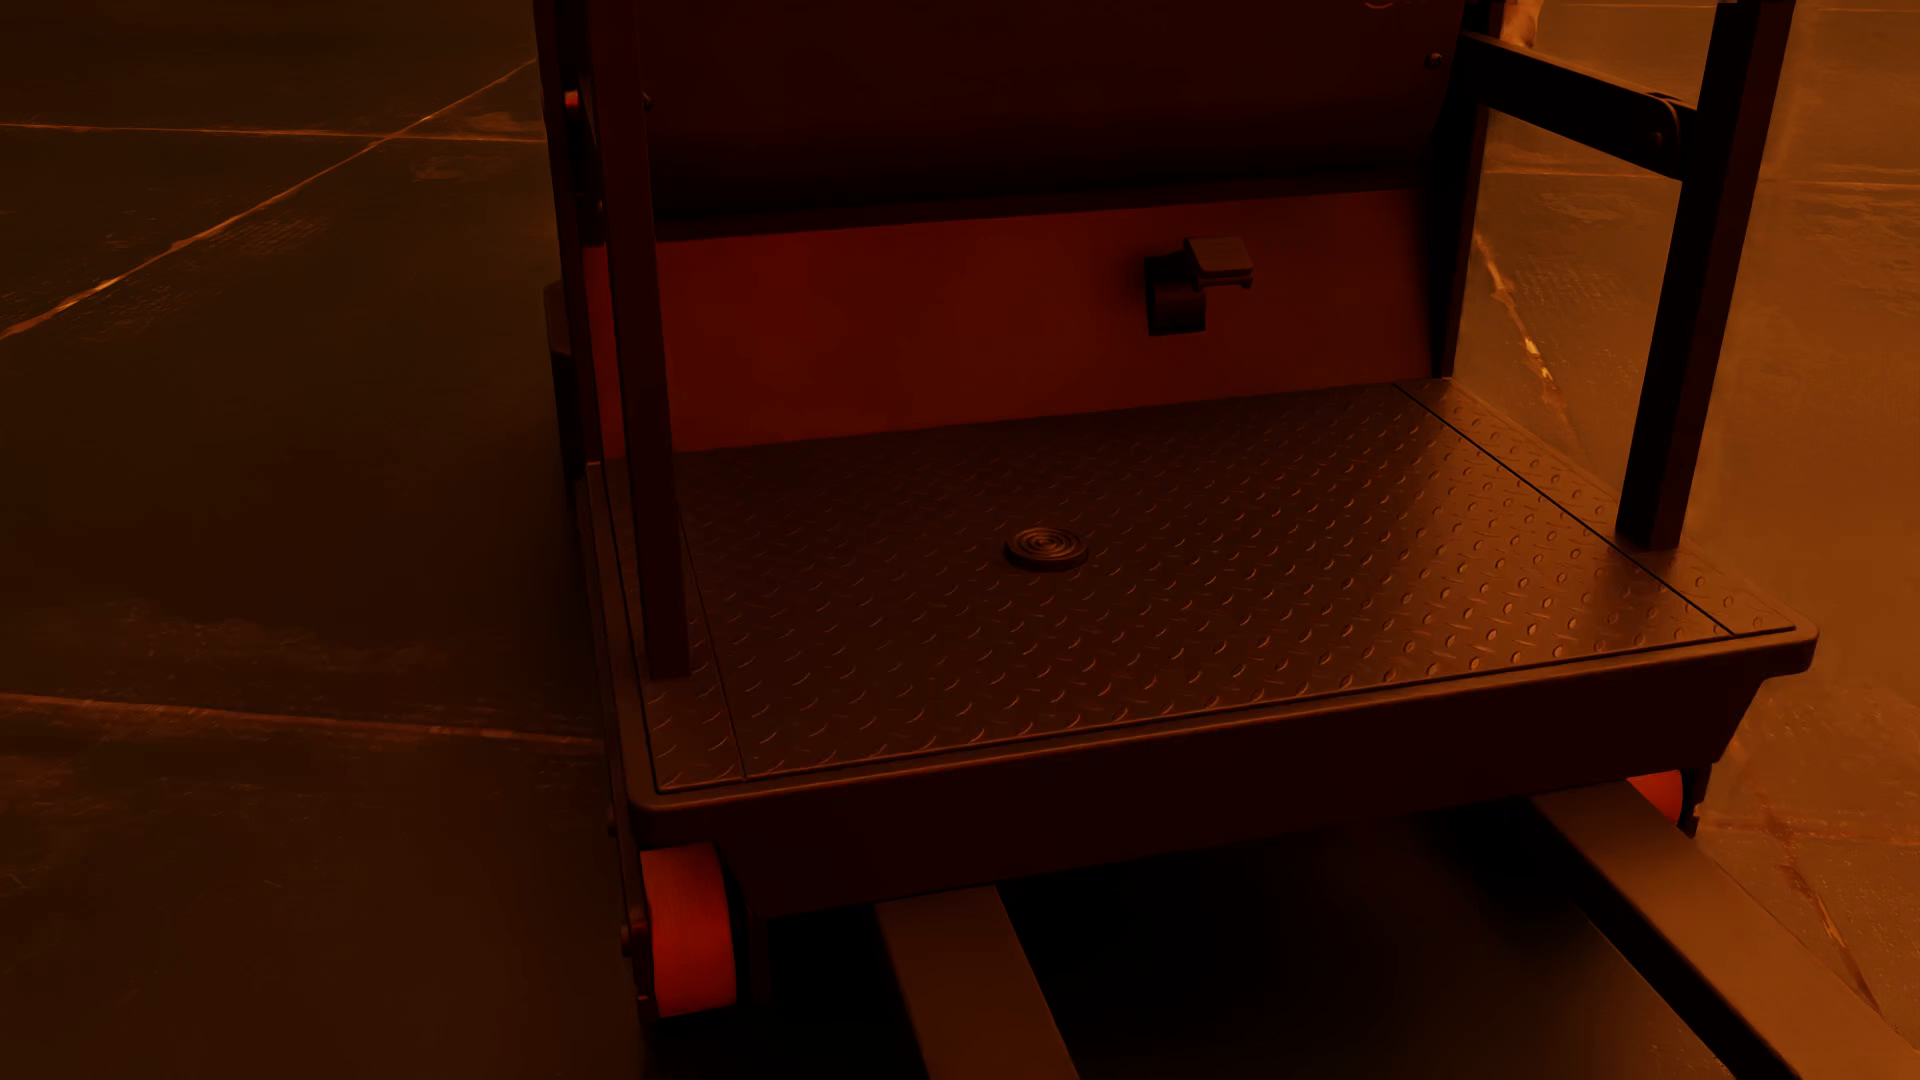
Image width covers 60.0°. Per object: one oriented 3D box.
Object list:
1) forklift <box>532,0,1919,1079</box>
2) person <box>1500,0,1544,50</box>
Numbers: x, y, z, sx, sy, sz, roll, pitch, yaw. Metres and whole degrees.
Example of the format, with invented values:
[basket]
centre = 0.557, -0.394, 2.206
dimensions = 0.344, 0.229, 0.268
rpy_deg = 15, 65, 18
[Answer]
[forklift]
centre = 0.153, -1.049, 1.319
dimensions = 1.130, 2.935, 3.031
rpy_deg = -7, 27, -13
[person]
centre = 1.745, -2.170, 5.098
dimensions = 0.518, 1.589, 0.445
rpy_deg = 12, 29, 23
